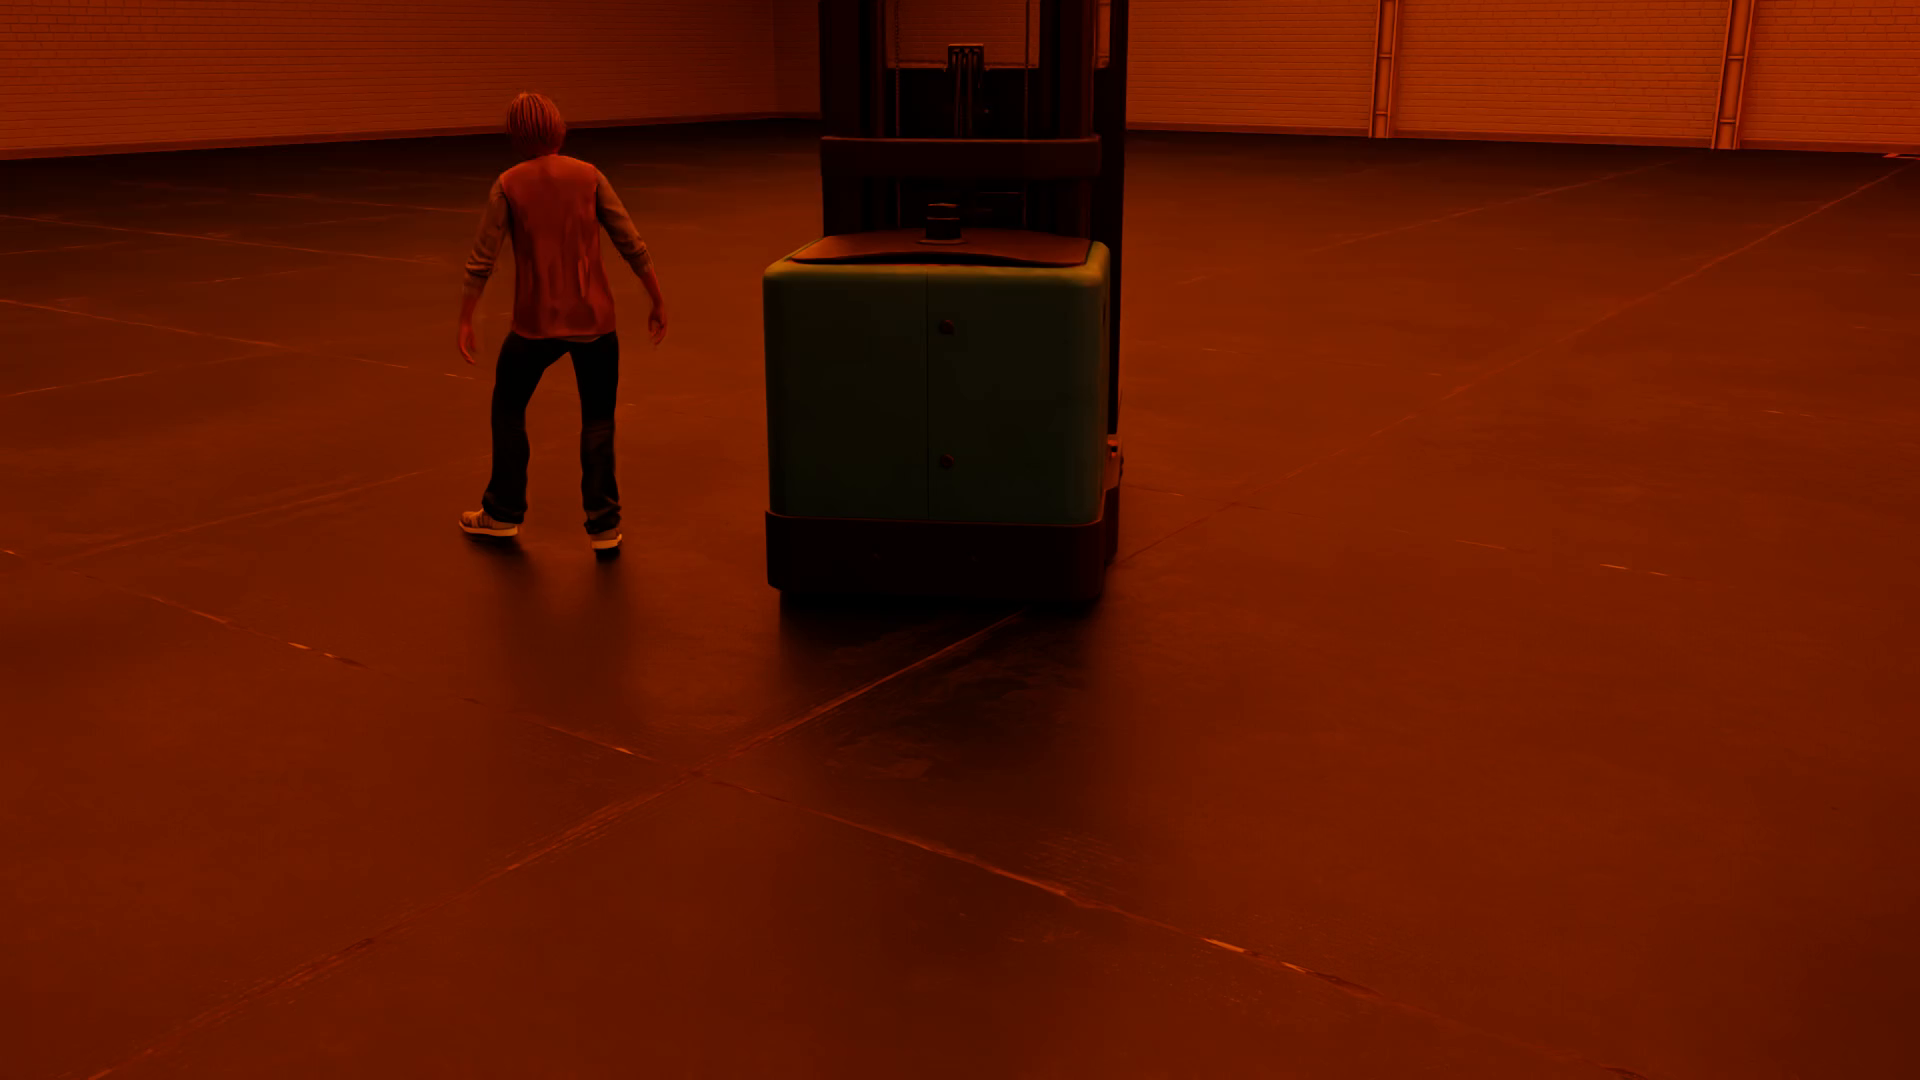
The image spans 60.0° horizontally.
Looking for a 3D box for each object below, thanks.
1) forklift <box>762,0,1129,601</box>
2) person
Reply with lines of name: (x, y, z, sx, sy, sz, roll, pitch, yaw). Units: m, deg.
forklift: (0.076, -1.592, 6.157, 1.130, 2.935, 3.031, 2, 17, 6)
person: (-1.360, -1.051, 5.599, 0.704, 0.879, 0.312, -6, 18, -18)
